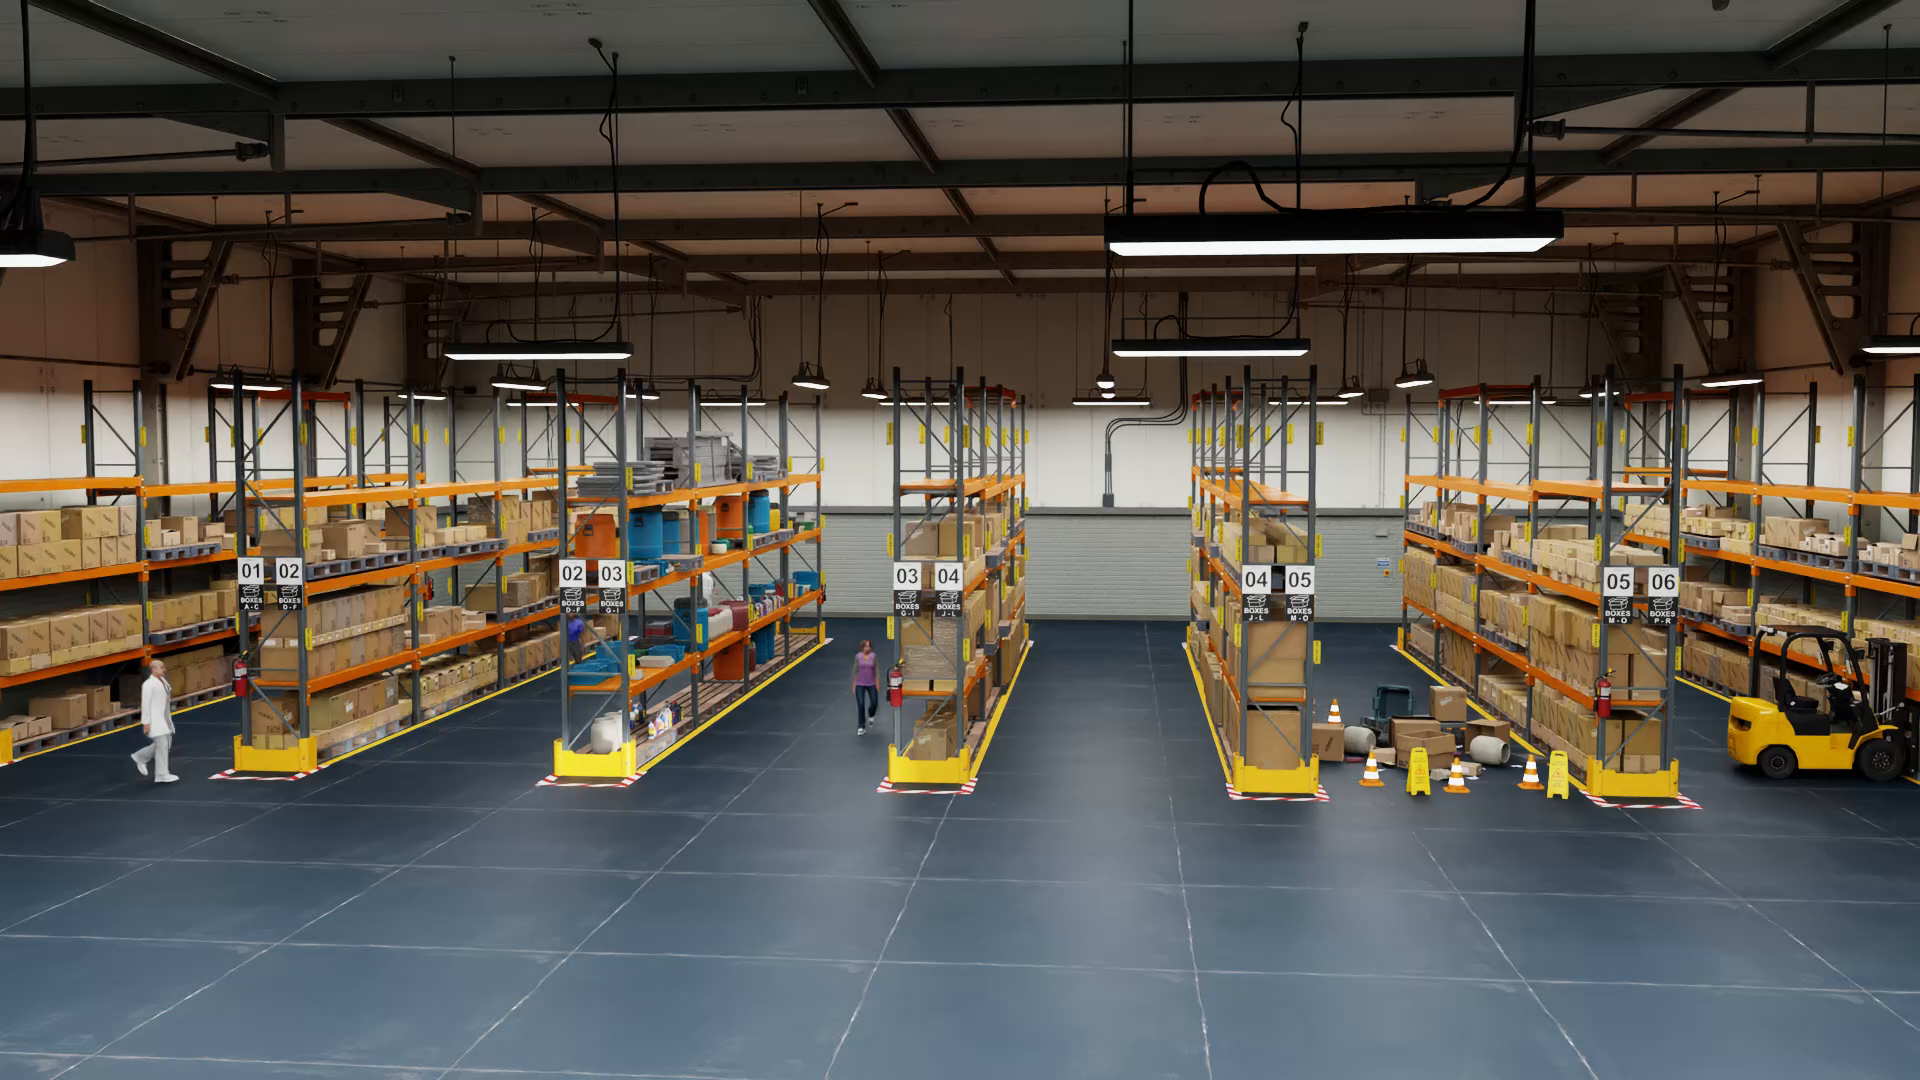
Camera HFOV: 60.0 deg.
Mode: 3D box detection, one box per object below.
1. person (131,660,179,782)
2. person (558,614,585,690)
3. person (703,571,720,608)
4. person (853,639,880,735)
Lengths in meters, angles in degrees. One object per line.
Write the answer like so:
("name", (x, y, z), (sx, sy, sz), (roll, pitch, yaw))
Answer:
("person", (-11.698, 2.610, 24.094), (0.833, 1.757, 0.574), (0, 4, 6))
("person", (-7.720, 2.132, 33.013), (0.571, 1.587, 1.058), (0, 4, -3))
("person", (-6.685, 1.399, 43.926), (1.095, 1.708, 0.533), (1, 4, 12))
("person", (-1.591, 2.464, 28.114), (0.450, 1.587, 0.568), (0, 4, -7))
